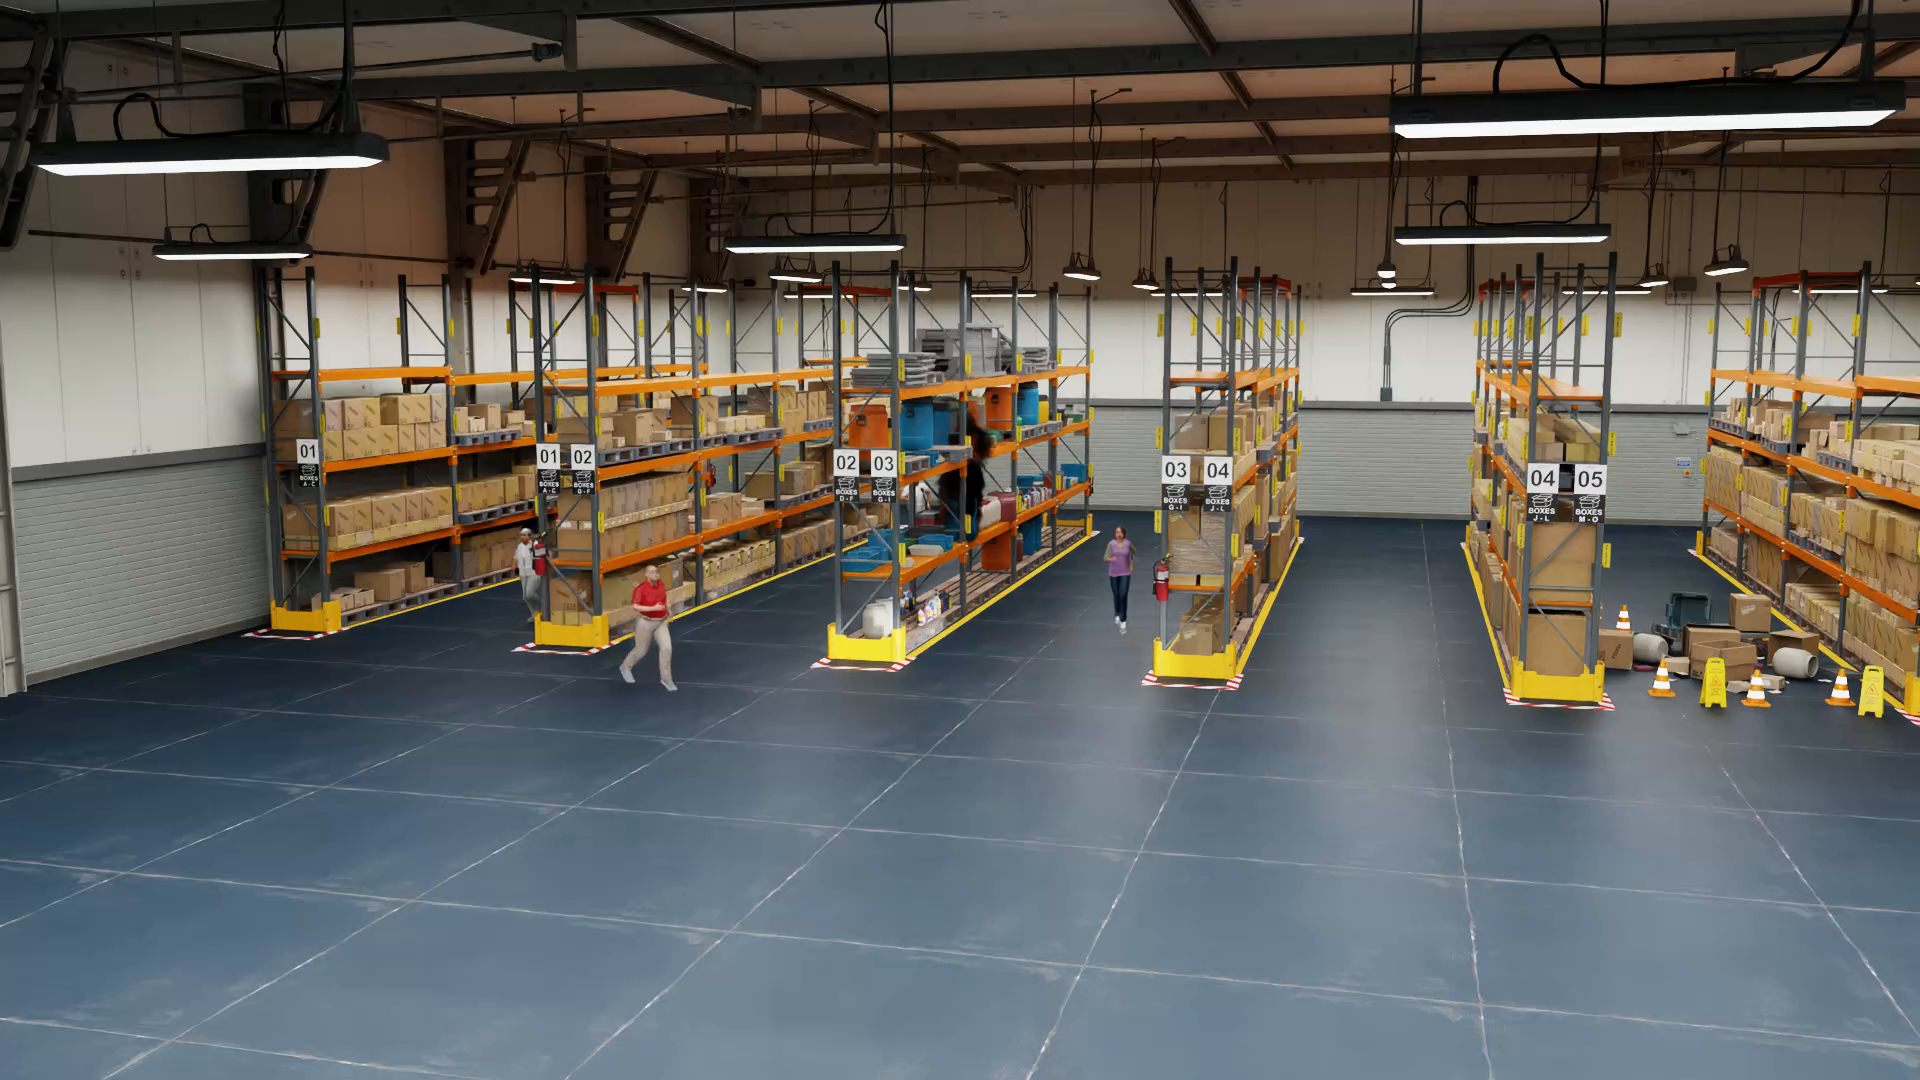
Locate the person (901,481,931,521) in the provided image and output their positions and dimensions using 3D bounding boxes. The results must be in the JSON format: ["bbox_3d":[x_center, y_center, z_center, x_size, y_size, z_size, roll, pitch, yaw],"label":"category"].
[{"bbox_3d":[-0.991,-0.646,37.543,0.640,1.815,0.907,1,7,4],"label":"person"}]

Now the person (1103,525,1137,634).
[{"bbox_3d":[2.518,0.601,26.225,0.522,1.675,0.673,1,7,10],"label":"person"}]

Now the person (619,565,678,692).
[{"bbox_3d":[-4.337,1.212,23.241,0.963,1.769,0.671,7,10,43],"label":"person"}]

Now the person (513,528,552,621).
[{"bbox_3d":[-7.340,0.605,28.371,0.603,1.622,0.697,3,8,19],"label":"person"}]
